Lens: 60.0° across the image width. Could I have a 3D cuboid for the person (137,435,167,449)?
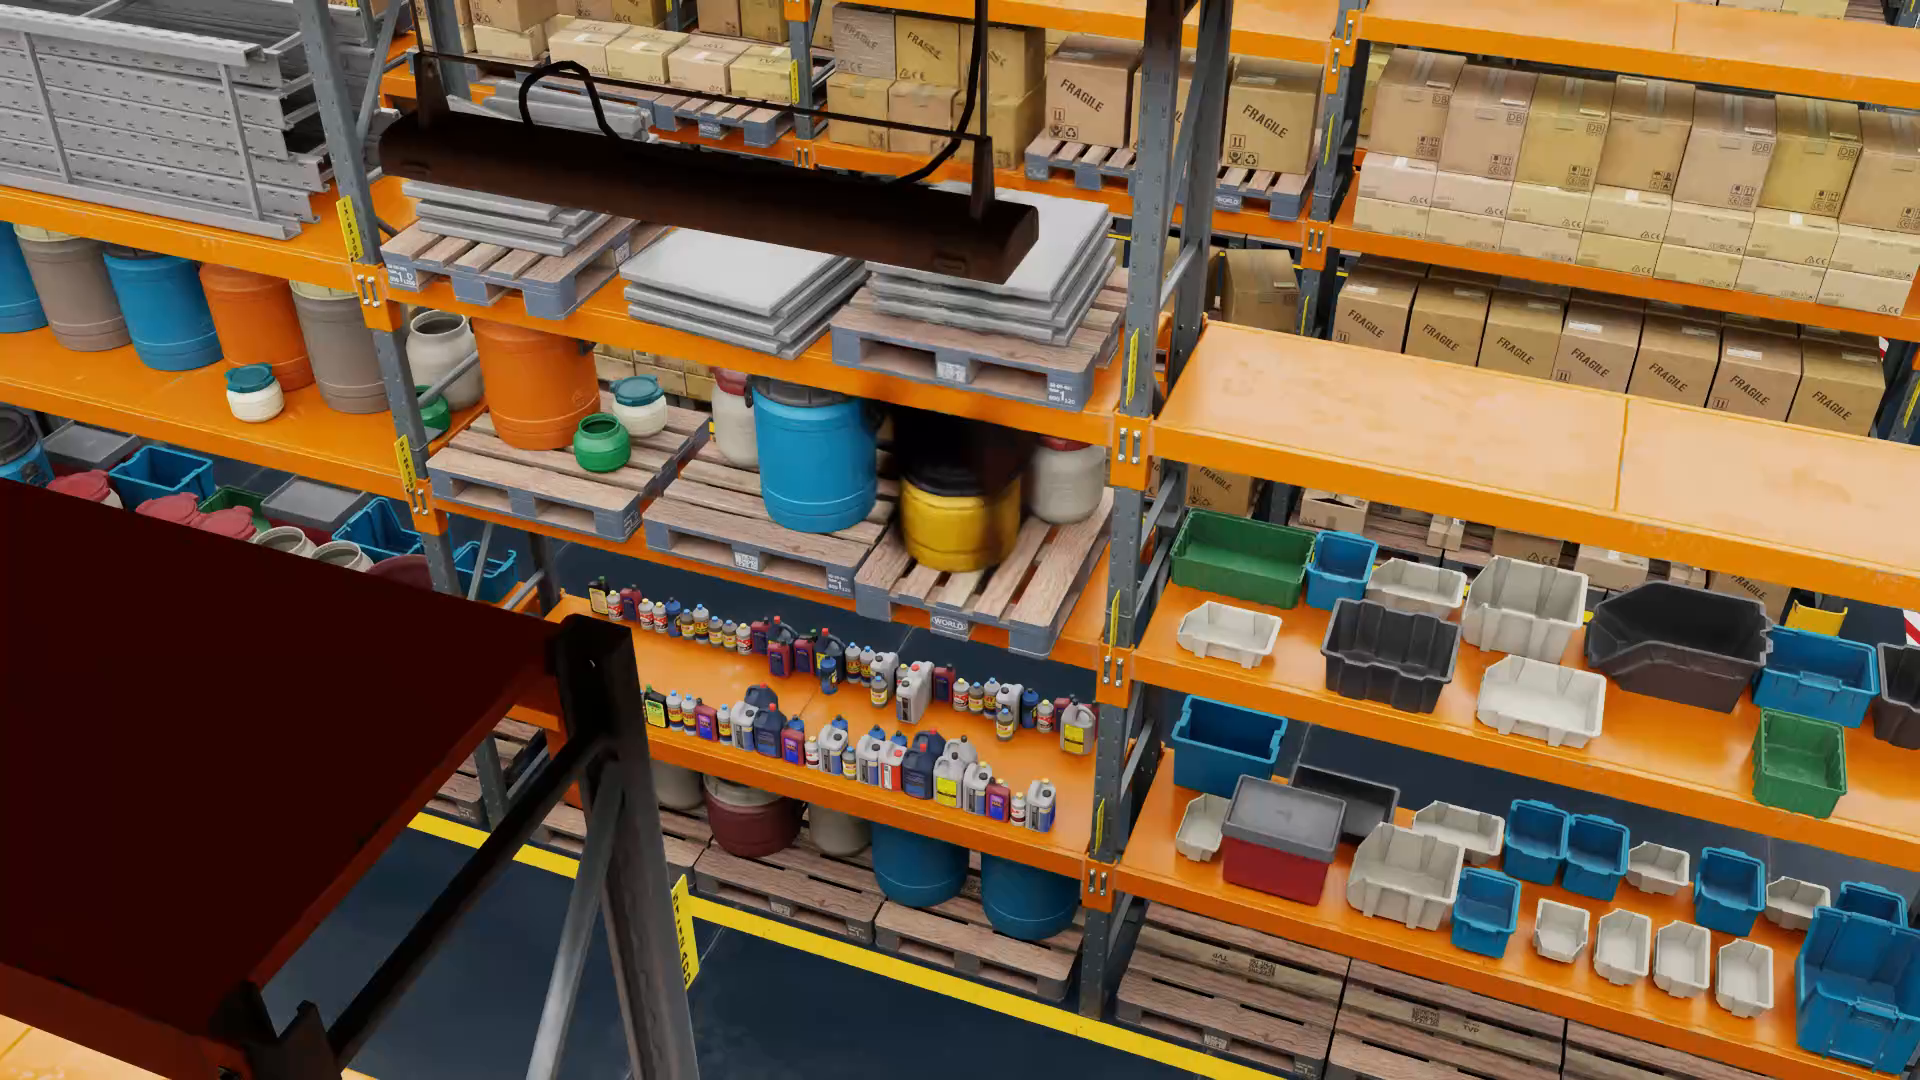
[{"bbox_3d":[-6.429,-0.929,13.278,0.711,1.630,0.609,9,37,12],"label":"person"}]
